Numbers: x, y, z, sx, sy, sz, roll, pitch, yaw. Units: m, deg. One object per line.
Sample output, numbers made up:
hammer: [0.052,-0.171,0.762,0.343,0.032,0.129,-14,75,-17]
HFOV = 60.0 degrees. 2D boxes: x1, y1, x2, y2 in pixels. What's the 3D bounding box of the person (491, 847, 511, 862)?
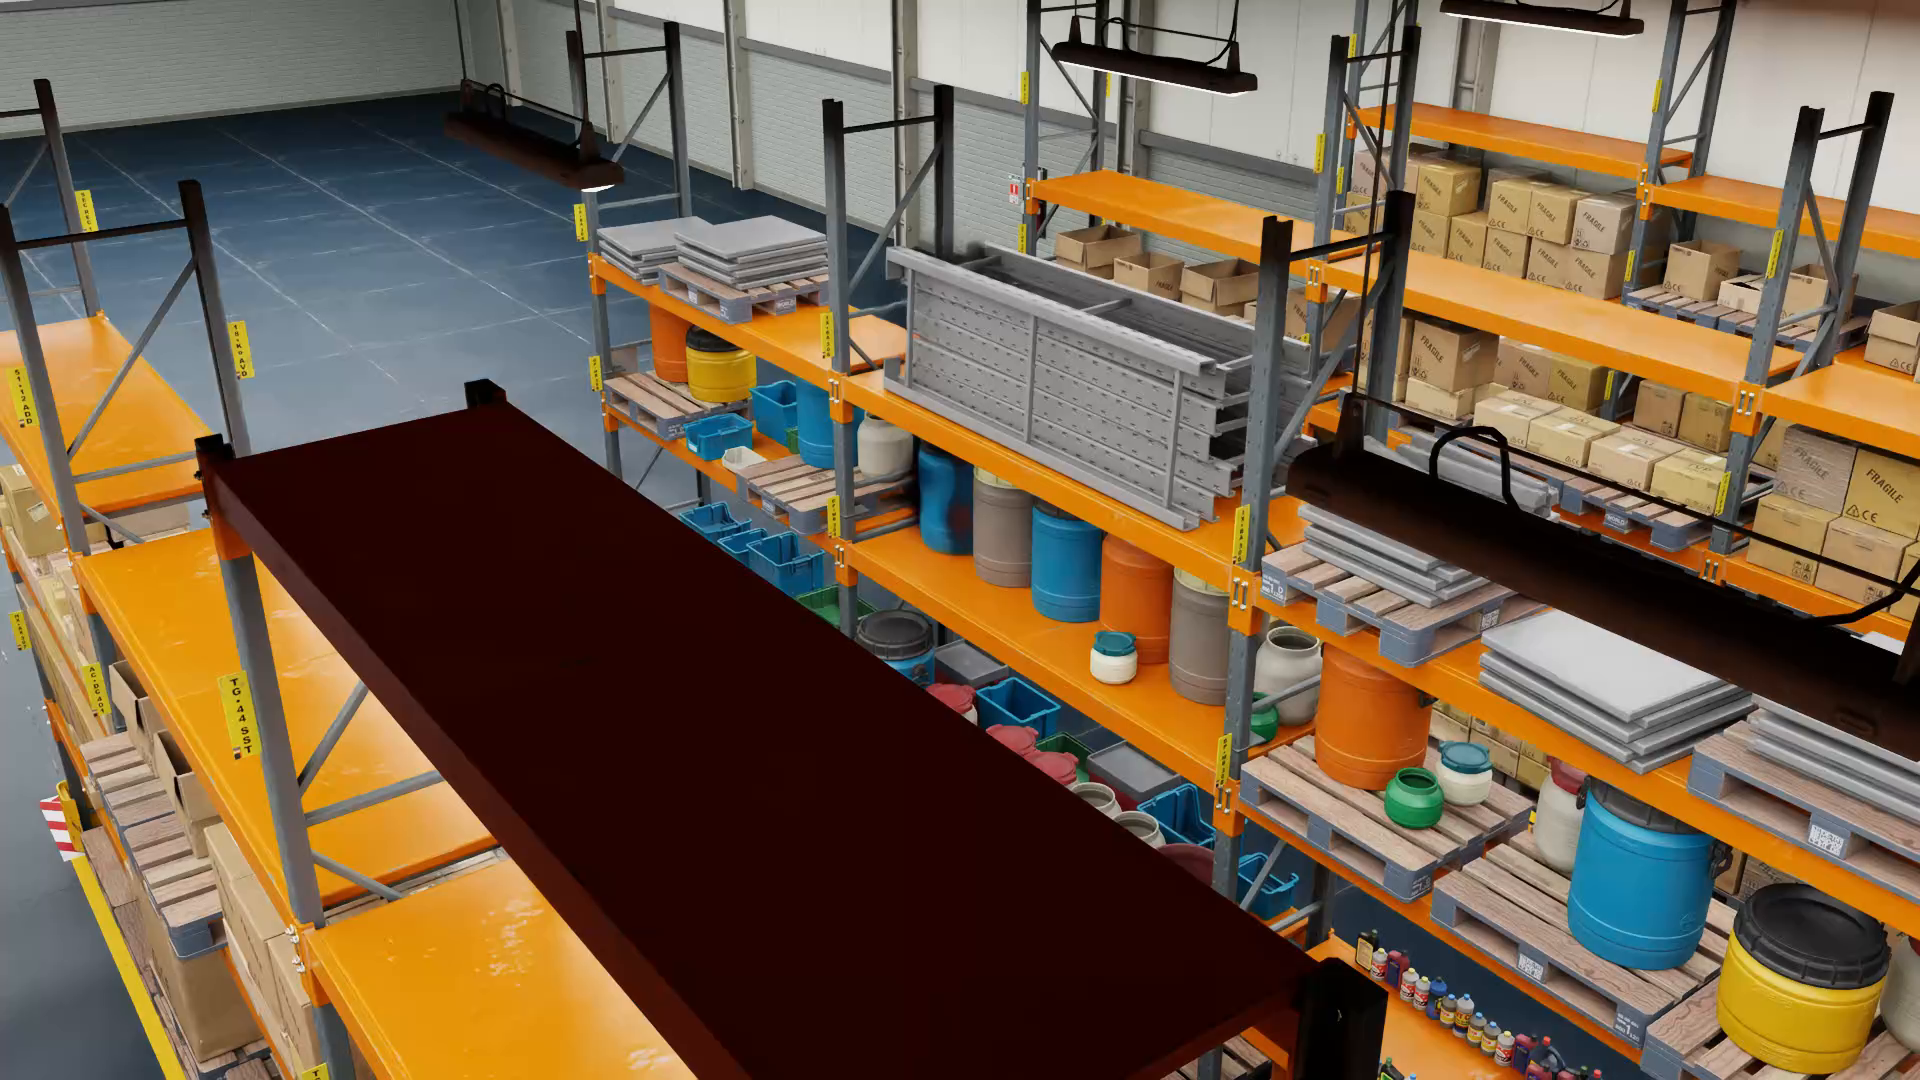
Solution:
person: [-2.995,2.299,11.245,0.635,1.806,0.456,-2,25,-5]
